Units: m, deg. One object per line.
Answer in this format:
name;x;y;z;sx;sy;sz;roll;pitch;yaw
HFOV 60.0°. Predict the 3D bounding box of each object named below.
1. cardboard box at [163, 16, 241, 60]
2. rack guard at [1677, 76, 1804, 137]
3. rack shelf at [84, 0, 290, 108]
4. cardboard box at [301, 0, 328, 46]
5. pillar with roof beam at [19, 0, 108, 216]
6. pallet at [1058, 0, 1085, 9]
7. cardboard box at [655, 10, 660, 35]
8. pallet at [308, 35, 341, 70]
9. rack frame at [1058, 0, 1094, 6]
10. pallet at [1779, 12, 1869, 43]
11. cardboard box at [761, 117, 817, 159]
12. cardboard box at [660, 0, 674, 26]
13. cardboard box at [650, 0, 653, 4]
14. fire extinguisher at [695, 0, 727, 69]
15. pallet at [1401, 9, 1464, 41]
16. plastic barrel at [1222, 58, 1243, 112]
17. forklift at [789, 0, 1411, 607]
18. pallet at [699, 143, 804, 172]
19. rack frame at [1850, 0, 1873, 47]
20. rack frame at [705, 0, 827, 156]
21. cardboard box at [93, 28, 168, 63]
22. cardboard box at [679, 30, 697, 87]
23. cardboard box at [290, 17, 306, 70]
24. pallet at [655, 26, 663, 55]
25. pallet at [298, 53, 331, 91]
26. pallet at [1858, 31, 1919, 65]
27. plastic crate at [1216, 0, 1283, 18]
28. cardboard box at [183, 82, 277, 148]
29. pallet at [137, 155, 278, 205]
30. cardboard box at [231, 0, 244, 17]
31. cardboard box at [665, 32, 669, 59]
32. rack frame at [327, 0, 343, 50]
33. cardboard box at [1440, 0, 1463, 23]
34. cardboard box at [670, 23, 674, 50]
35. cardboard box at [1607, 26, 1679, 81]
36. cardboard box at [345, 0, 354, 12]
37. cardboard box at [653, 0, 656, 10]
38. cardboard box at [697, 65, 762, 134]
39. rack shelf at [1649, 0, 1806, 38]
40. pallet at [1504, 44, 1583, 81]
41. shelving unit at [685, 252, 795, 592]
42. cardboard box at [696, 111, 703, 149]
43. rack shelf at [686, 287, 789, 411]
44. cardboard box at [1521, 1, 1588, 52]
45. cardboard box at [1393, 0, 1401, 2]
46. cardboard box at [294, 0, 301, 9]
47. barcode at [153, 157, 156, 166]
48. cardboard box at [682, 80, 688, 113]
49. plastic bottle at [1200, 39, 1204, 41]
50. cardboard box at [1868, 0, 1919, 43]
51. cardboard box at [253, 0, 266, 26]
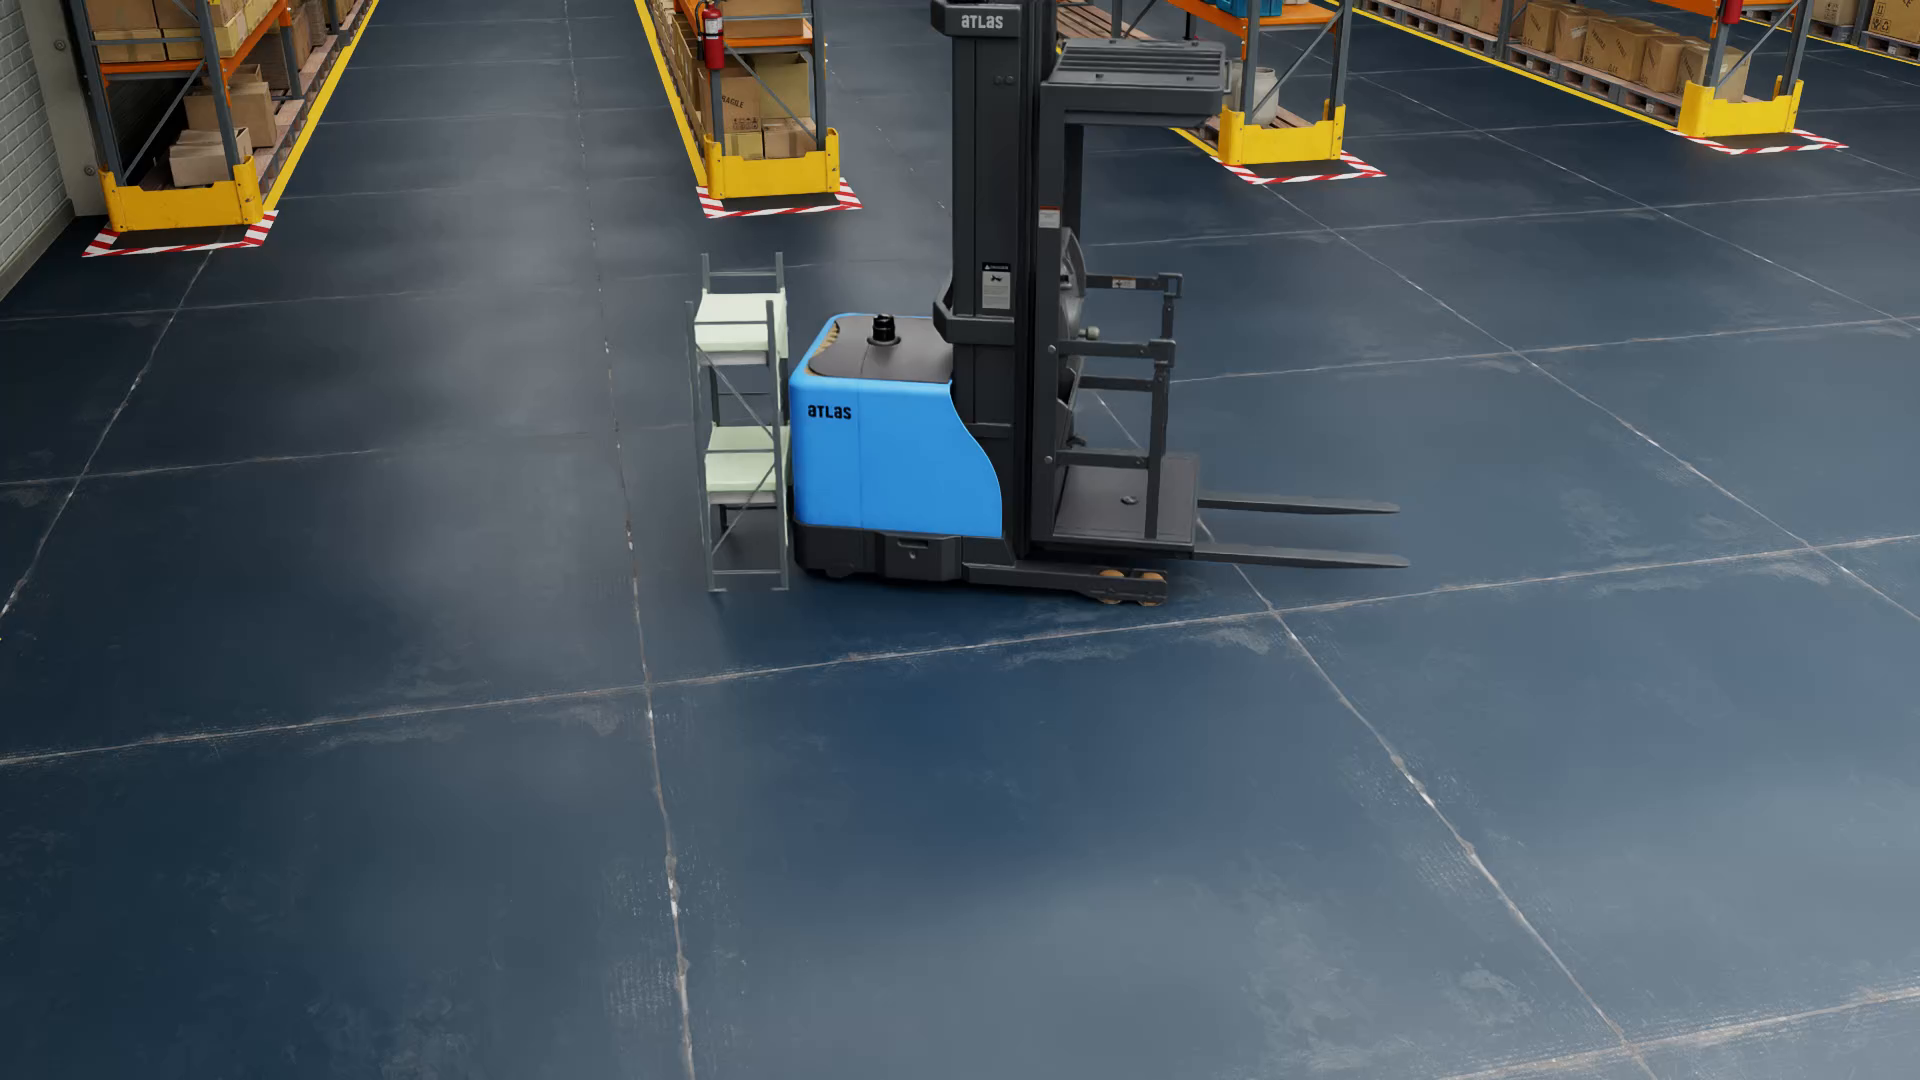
cardboard box;-6.310;-4.184;13.855;0.500;0.250;0.500;-7;28;-13
rack guard;7.952;-4.422;16.956;1.175;0.500;0.348;-6;27;-12
rack shelf;-6.960;-4.553;15.239;1.077;0.370;4.000;-6;27;-12
cardboard box;-8.099;-6.277;20.144;0.700;0.500;0.500;-6;27;-11
pillar with roof beam;-3.315;-7.331;13.287;9.100;9.000;0.400;-6;27;-12
pallet;1.122;-7.611;23.594;1.003;0.211;1.213;-6;27;-12
cardboard box;-3.540;-6.492;20.869;0.500;0.250;0.500;-7;28;-13
pallet;-8.137;-5.920;20.244;1.003;0.211;1.213;-6;27;-12
rack frame;1.340;-8.514;22.289;1.000;3.000;0.127;-6;27;-12
pallet;11.675;-6.806;22.000;1.003;0.211;1.213;-6;27;-12
cardboard box;-1.588;-3.718;15.373;0.500;0.250;0.500;-6;27;-12
cardboard box;-3.299;-6.283;19.833;0.500;0.311;0.500;-6;27;-12
cardboard box;-4.042;-7.707;22.976;0.500;0.500;0.500;-7;28;-13
fire extinguisher;-2.110;-4.367;14.158;0.296;0.674;0.183;-6;27;-12
pallet;6.612;-6.894;22.175;1.003;0.211;1.213;-6;27;-12
plastic barrel;2.807;-4.580;16.790;0.421;0.512;0.421;0;27;0
forklift;0.727;-1.238;7.950;3.031;2.935;1.130;4;27;8
pallet;-1.897;-3.587;15.622;1.003;0.211;1.213;-6;27;-12
rack frame;11.922;-7.720;20.716;1.000;3.000;0.127;-6;27;-12
rack frame;-1.684;-4.500;14.337;1.000;3.000;0.127;-6;27;-12
cardboard box;-6.803;-4.123;13.734;0.500;0.250;0.500;-6;27;-11
cardboard box;-2.560;-4.877;16.836;0.500;0.500;0.500;-6;27;-12
cardboard box;-7.834;-5.603;18.809;0.700;0.500;0.500;-6;27;-11
pallet;-3.339;-6.402;21.200;1.003;0.211;1.213;-6;27;-12
pallet;-7.866;-5.385;19.185;1.003;0.211;1.213;-6;27;-12
pallet;12.018;-6.133;20.667;1.003;0.211;1.213;-6;27;-12
plastic crate;2.739;-5.125;15.739;0.499;0.251;0.616;-6;27;-12
cardboard box;-6.822;-3.966;15.565;0.700;0.500;0.500;-8;28;-15
pallet;-6.675;-3.144;14.746;1.003;0.211;1.213;-6;27;-12
cardboard box;-6.425;-4.731;14.105;0.500;0.500;0.500;-6;27;-11
cardboard box;-3.189;-5.816;19.529;0.500;0.250;0.500;-5;27;-10
rack frame;-8.312;-7.508;20.296;1.000;3.000;0.127;-6;27;-12
cardboard box;6.734;-7.070;21.714;0.700;0.500;0.500;-8;28;-16
cardboard box;-2.956;-5.615;18.510;0.500;0.311;0.500;-6;27;-12
cardboard box;7.554;-5.388;18.404;0.500;0.500;0.500;-3;27;-7
cardboard box;-8.541;-7.457;22.115;0.750;0.750;0.750;-6;27;-12
cardboard box;-3.655;-6.963;21.179;0.500;0.311;0.500;-5;27;-10
cardboard box;-2.094;-4.000;15.100;0.500;0.500;0.500;-6;27;-12
rack shelf;7.518;-6.062;18.229;1.077;0.370;4.000;-6;27;-12
pallet;7.253;-5.725;19.857;1.003;0.211;1.213;-6;27;-12
shelving unit;-1.066;-0.584;8.242;0.431;1.500;0.755;-1;27;-2
cardboard box;-2.217;-3.884;15.702;0.500;0.250;0.500;-6;27;-12
rack shelf;-1.066;-0.932;8.066;0.431;0.370;0.720;-1;27;-2
cardboard box;7.118;-6.153;19.919;0.500;0.500;0.500;-7;28;-13
cardboard box;6.336;-7.805;23.171;0.700;0.500;0.500;-7;28;-14
cardboard box;-8.032;-6.356;19.467;0.500;0.250;0.500;-5;27;-11
barcode;-6.971;-3.276;14.397;0.001;0.075;0.075;-6;27;-12
cardboard box;-2.561;-4.542;17.005;0.500;0.250;0.500;-6;27;-12
plastic bottle;2.711;-5.434;18.638;0.144;0.351;0.185;-7;28;-14
cardboard box;11.996;-6.676;20.539;0.875;0.875;0.875;-6;27;-11
cardboard box;-6.661;-4.857;15.188;0.500;0.250;0.500;-6;27;-11
